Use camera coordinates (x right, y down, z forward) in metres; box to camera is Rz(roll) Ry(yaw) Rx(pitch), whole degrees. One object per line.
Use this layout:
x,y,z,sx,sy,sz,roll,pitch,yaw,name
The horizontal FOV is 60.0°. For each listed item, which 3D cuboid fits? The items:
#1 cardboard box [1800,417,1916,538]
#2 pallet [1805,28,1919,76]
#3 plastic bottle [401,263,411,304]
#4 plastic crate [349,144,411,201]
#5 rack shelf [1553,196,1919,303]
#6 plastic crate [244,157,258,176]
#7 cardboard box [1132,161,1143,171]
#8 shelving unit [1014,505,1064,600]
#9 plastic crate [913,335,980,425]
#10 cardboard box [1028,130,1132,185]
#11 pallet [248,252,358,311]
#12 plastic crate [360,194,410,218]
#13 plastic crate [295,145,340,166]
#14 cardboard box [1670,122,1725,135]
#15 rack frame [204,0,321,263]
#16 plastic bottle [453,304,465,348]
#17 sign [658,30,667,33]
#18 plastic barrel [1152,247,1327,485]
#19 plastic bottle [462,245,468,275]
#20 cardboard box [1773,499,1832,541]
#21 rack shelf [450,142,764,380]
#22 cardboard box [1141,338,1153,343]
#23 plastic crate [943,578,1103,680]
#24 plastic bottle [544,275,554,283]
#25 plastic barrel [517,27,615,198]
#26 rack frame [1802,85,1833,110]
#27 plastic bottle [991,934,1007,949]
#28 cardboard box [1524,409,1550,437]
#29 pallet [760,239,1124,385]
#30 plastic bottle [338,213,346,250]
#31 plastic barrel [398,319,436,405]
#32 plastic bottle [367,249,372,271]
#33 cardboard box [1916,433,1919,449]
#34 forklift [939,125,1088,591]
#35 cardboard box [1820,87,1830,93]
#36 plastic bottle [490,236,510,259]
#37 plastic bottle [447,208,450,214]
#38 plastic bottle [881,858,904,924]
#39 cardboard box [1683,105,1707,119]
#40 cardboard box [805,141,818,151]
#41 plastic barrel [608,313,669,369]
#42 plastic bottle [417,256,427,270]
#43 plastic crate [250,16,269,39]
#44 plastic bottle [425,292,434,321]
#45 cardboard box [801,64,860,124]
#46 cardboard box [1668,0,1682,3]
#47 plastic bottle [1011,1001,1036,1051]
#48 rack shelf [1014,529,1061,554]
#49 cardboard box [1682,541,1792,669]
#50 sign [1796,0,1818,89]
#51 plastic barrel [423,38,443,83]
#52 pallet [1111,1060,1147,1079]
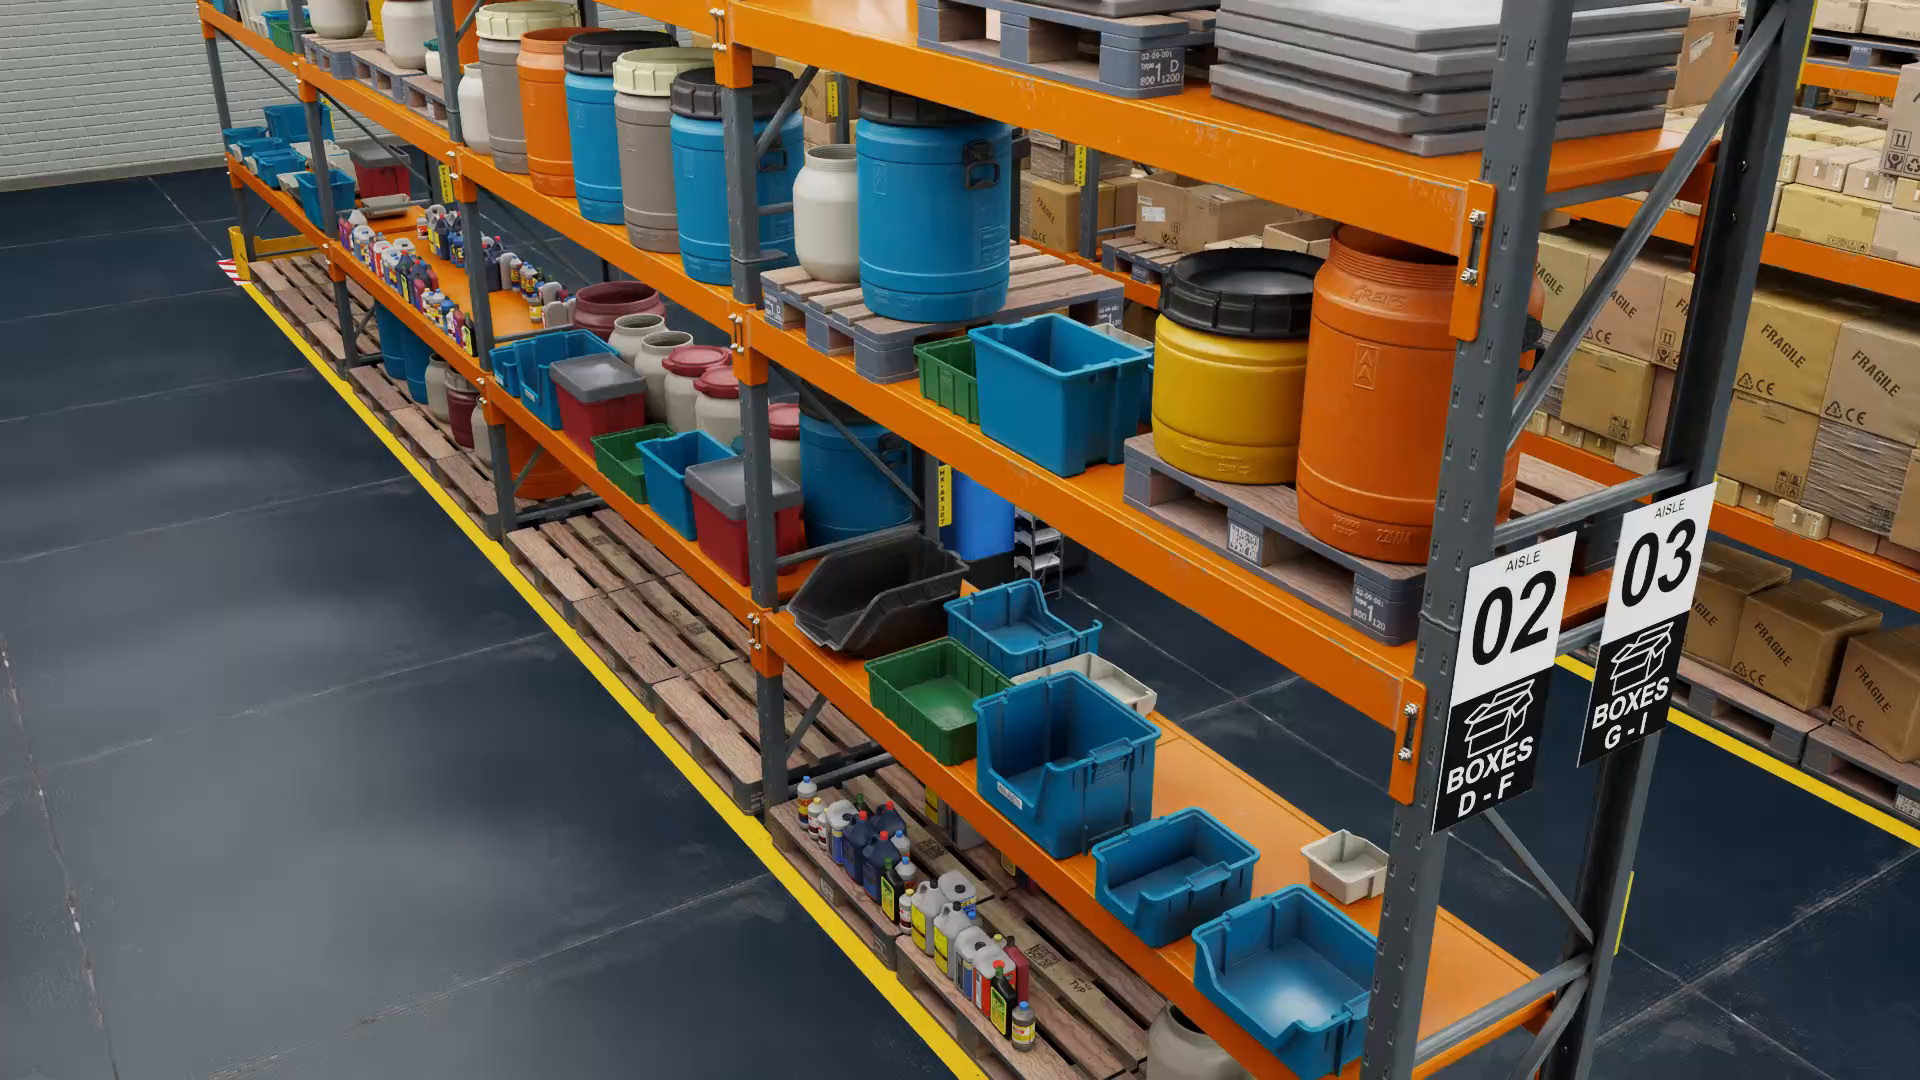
4.891,-0.416,8.615,0.875,0.500,0.500,-16,29,-30,cardboard box
7.264,-3.830,13.023,0.805,0.209,1.217,-17,30,-32,pallet
-4.114,-1.916,12.394,0.061,0.283,0.133,-16,29,-30,plastic bottle
-5.199,-3.265,14.970,0.402,0.464,0.583,-16,29,-30,plastic crate
4.687,-1.440,8.578,1.077,0.370,4.000,-16,29,-30,rack shelf
-6.771,-3.628,16.123,0.250,0.136,0.298,-16,29,-30,plastic crate
2.342,-4.664,20.579,0.380,0.149,0.250,-17,30,-32,cardboard box
0.511,-0.039,10.741,0.258,0.900,0.210,-14,29,-28,shelving unit
0.078,-0.603,6.210,0.336,0.188,0.450,-16,29,-30,plastic crate
1.026,-3.319,13.937,0.797,0.503,0.637,-14,29,-28,cardboard box
-6.688,-2.697,17.178,1.003,0.211,1.213,-16,29,-30,pallet
-5.056,-2.939,14.663,0.396,0.136,0.243,-16,29,-30,plastic crate
-6.363,-3.813,16.515,0.396,0.136,0.243,-16,29,-30,plastic crate
4.017,-2.146,8.939,0.380,0.149,0.250,-15,29,-28,cardboard box
-7.106,-4.262,17.227,1.000,3.000,0.127,-16,29,-30,rack frame
-3.443,-1.476,11.461,0.061,0.283,0.133,-16,29,-30,plastic bottle
-3.424,-5.716,19.201,0.100,0.325,0.005,-16,29,-30,sign
0.900,-0.549,5.135,0.600,0.588,0.600,0,25,0,plastic barrel
-3.855,-2.230,13.072,0.097,0.271,0.097,0,25,0,plastic bottle
4.543,-0.146,8.802,0.380,0.149,0.250,-16,29,-30,cardboard box
-1.647,-1.716,9.164,1.077,0.370,4.000,-16,29,-30,rack shelf
1.794,-1.388,13.553,0.700,0.500,0.500,-17,30,-32,cardboard box
0.277,0.430,7.462,0.499,0.251,0.616,-16,29,-30,plastic crate
-2.991,-1.802,12.153,0.061,0.283,0.133,-16,29,-30,plastic bottle
-2.115,-2.373,9.209,0.600,0.830,0.708,-16,29,-30,plastic barrel
9.715,-4.864,18.503,1.000,3.000,0.127,-16,29,-30,rack frame
0.163,1.791,7.168,0.097,0.201,0.097,0,25,0,plastic bottle
3.586,-0.771,10.126,0.380,0.149,0.250,-16,29,-30,cardboard box
-0.079,-1.006,7.036,1.213,0.211,1.003,-16,29,-30,pallet
-5.079,-2.548,13.733,0.061,0.283,0.133,-16,29,-30,plastic bottle
-4.253,-1.621,13.598,0.600,0.901,0.708,-16,29,-30,plastic barrel
-4.642,-2.239,13.174,0.097,0.201,0.097,0,25,0,plastic bottle
4.994,-0.642,7.922,0.500,0.500,0.500,-16,29,-30,cardboard box
-0.323,-1.555,11.572,1.130,2.935,3.031,-14,29,-28,forklift
9.645,-5.261,18.934,0.500,0.250,0.500,-16,30,-30,cardboard box
-3.545,-2.163,12.837,0.144,0.351,0.185,-16,29,-30,plastic bottle
-4.271,-2.641,13.929,0.061,0.283,0.133,-16,29,-30,plastic bottle
-0.304,1.581,7.516,0.061,0.283,0.133,-14,29,-27,plastic bottle
4.293,-2.358,9.388,0.380,0.149,0.250,-17,30,-32,cardboard box
-1.354,-3.997,16.960,0.380,0.149,0.250,-15,29,-29,cardboard box
-1.998,-1.133,10.468,0.421,0.512,0.421,0,25,0,plastic barrel
-4.089,-2.021,12.630,0.097,0.271,0.097,0,25,0,plastic bottle
-5.935,-4.435,14.388,0.293,0.136,0.466,-16,29,-30,plastic crate
-3.809,-1.693,12.018,0.097,0.201,0.097,0,25,0,plastic bottle
-1.247,-4.493,16.666,0.500,0.500,0.500,-15,29,-28,cardboard box
6.107,-4.709,14.227,0.500,0.250,0.500,-15,29,-28,cardboard box
0.259,1.973,6.783,0.097,0.201,0.097,0,25,0,plastic bottle
0.511,-0.009,10.756,0.258,0.077,0.200,-14,29,-28,rack shelf
4.504,0.376,9.839,0.500,0.500,0.500,-19,31,-34,cardboard box
2.092,-1.284,4.136,0.100,0.325,0.005,-16,29,-30,sign
-3.446,-3.234,11.205,0.301,0.262,0.301,0,25,0,plastic barrel
1.109,2.414,6.352,1.003,0.211,1.213,-16,29,-30,pallet
